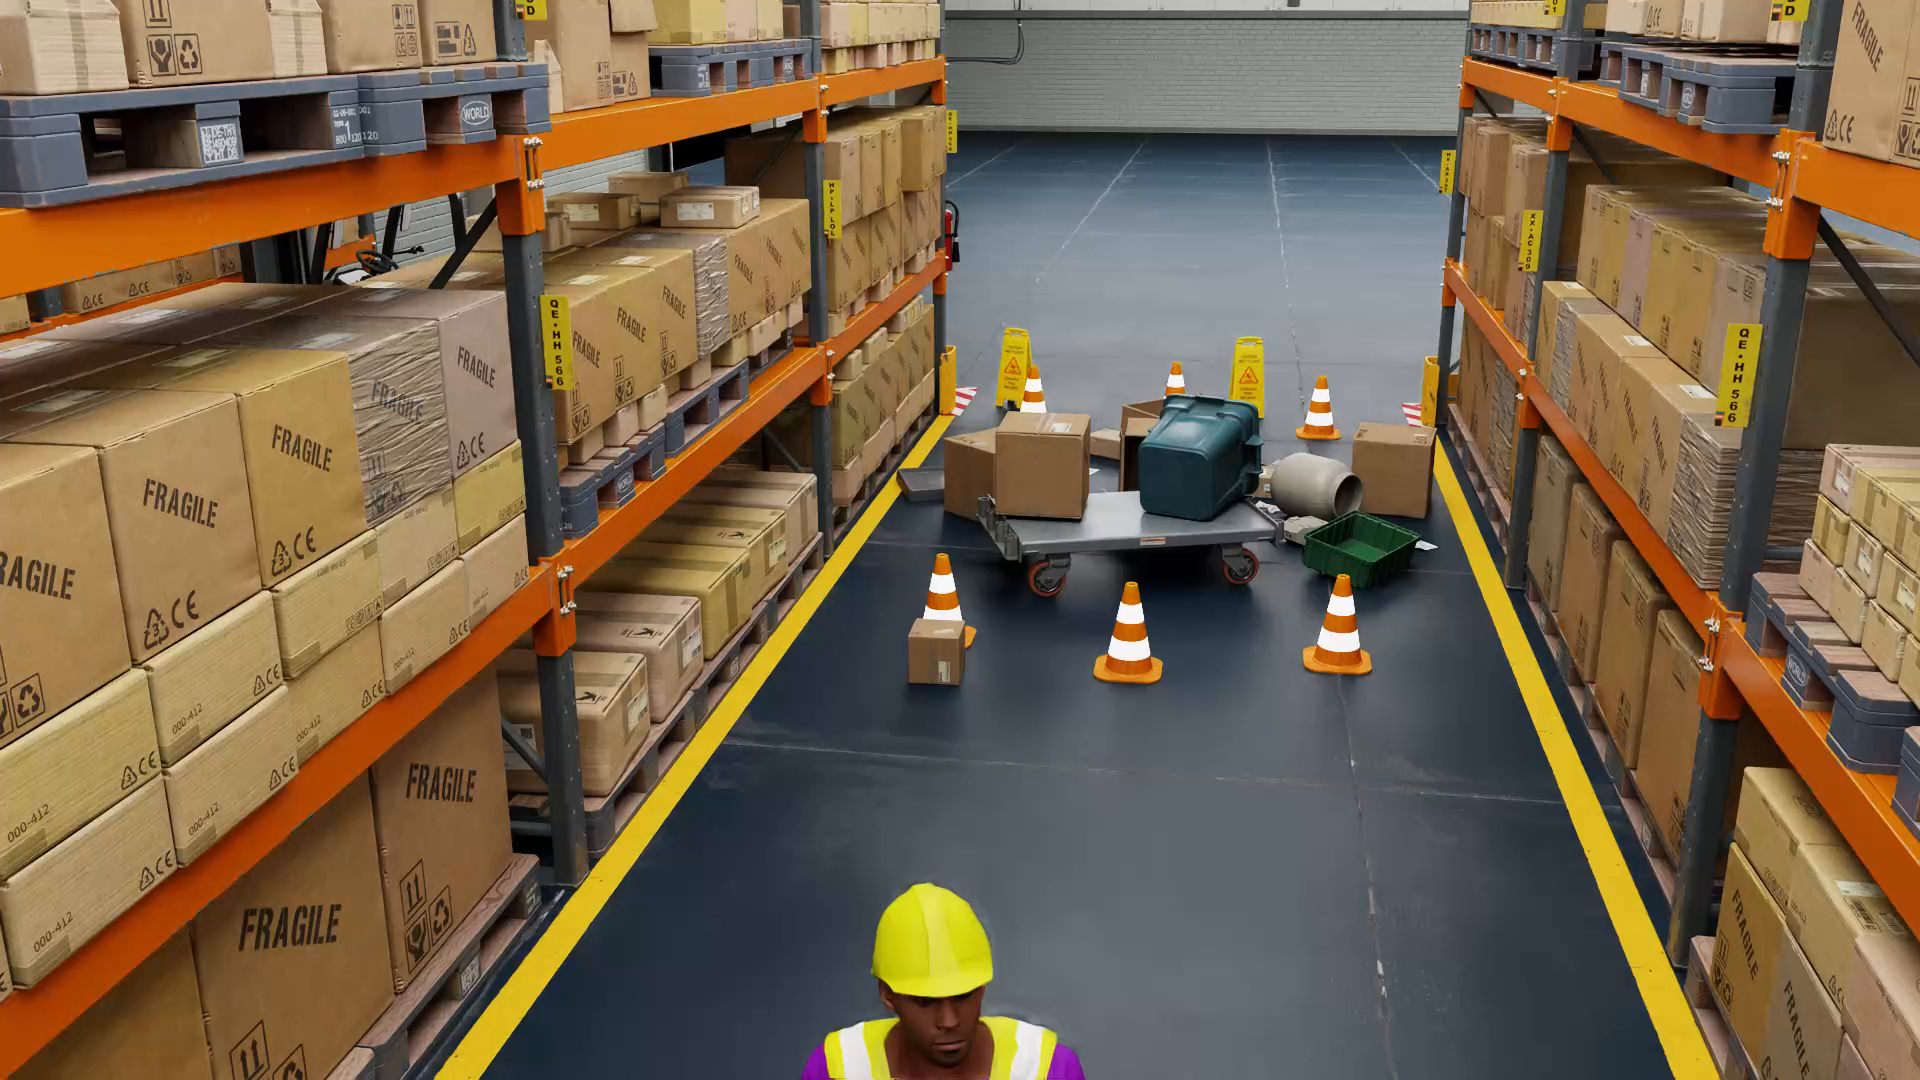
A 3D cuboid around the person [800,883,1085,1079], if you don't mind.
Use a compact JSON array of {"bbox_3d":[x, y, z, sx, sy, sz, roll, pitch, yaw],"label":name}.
[{"bbox_3d":[-0.019,1.447,3.018,0.595,1.736,0.969,0,18,-2],"label":"person"}]
